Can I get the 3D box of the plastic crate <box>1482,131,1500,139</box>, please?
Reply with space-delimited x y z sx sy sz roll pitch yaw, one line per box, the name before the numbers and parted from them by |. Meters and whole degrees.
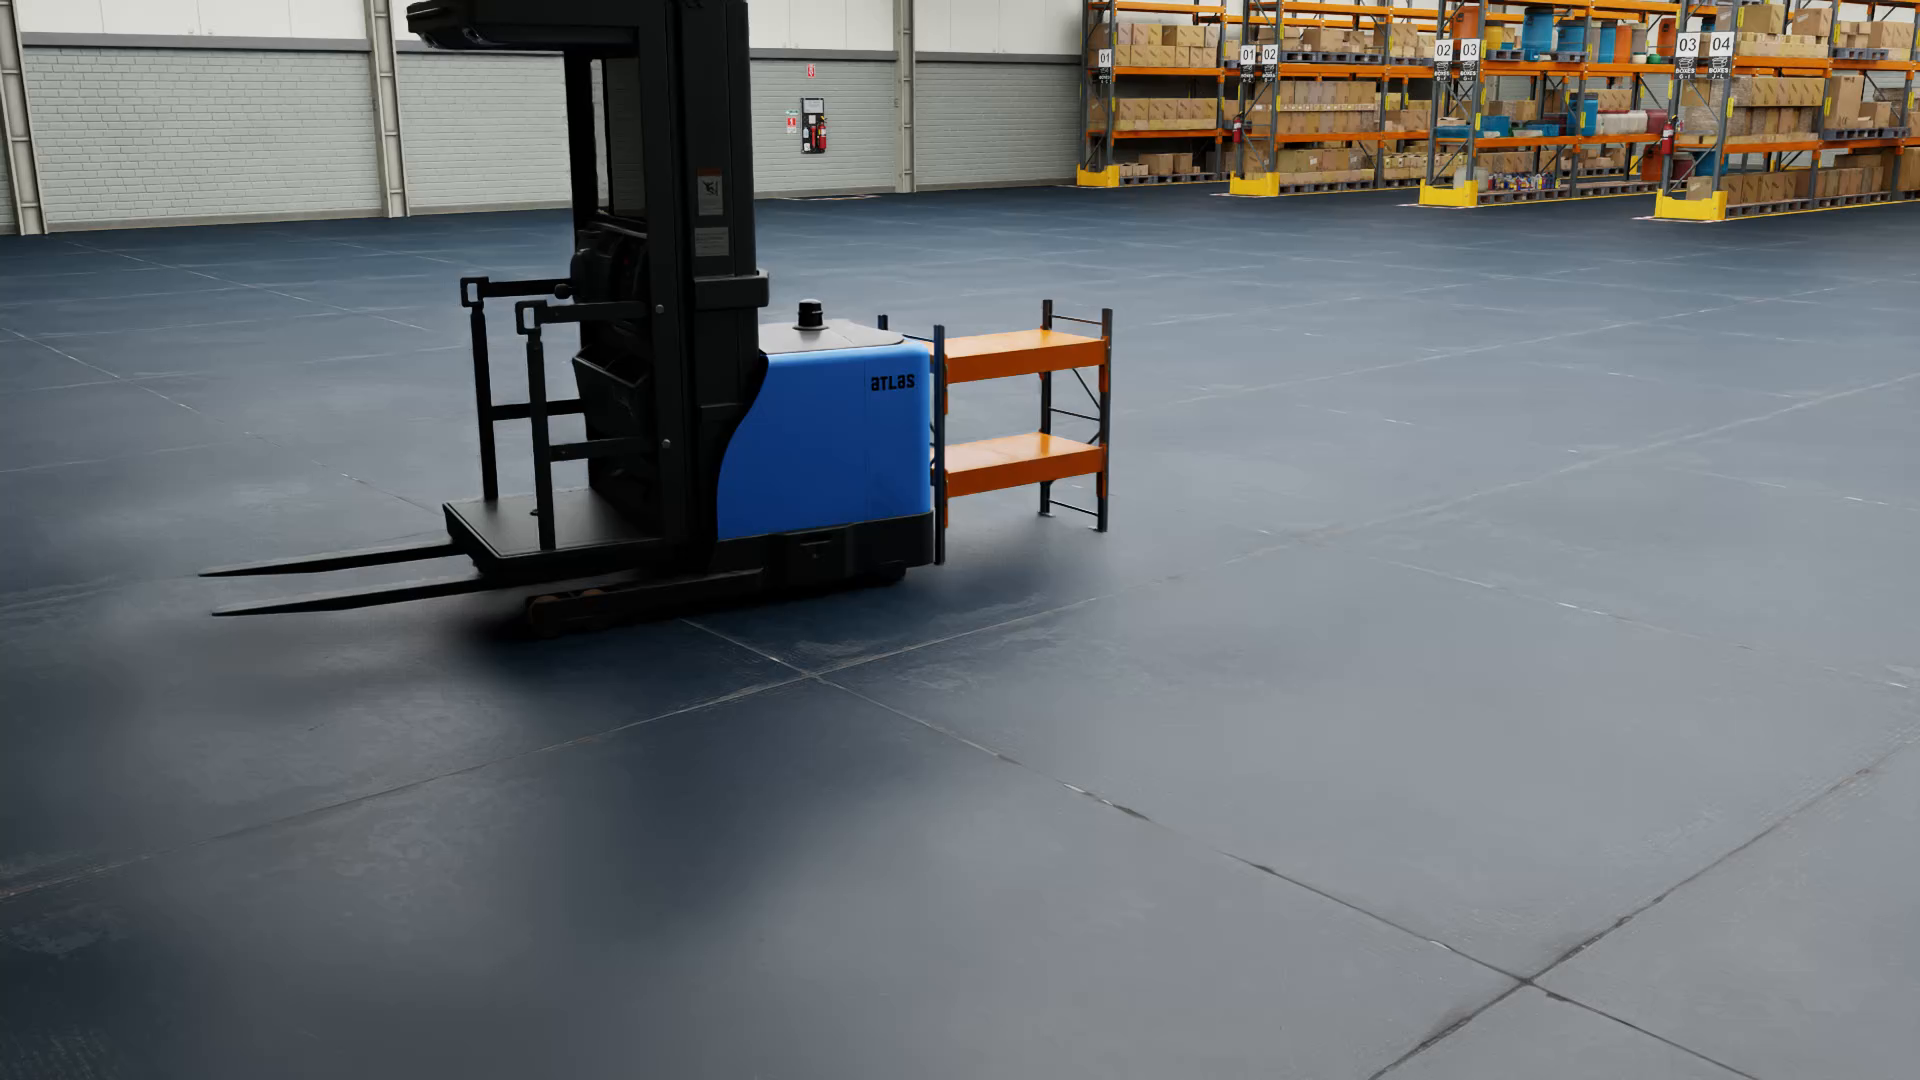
plastic crate | 10.707 -8.157 33.485 0.250 0.136 0.298 -13 19 -39

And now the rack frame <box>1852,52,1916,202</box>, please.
rack frame | 19.107 -8.586 34.581 0.127 3.000 1.000 -13 19 -39

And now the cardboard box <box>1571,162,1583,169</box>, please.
cardboard box | 16.729 -10.214 45.314 0.250 0.166 0.380 -13 19 -39

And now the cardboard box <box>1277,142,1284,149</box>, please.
cardboard box | 8.372 -10.630 44.770 0.500 0.250 0.500 -12 19 -38

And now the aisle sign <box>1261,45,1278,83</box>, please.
aisle sign | 6.723 -10.345 36.130 0.004 0.787 0.394 -13 19 -39

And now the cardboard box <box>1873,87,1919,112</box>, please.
cardboard box | 19.669 -9.240 34.891 0.637 0.503 0.797 -12 19 -38

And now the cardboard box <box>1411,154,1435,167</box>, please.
cardboard box | 11.223 -9.265 40.552 0.500 0.311 0.500 -12 19 -38

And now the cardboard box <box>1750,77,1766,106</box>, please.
cardboard box | 14.047 -8.029 29.790 0.500 0.500 0.500 -13 19 -39

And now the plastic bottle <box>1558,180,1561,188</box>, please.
plastic bottle | 12.769 -7.611 35.501 0.097 0.201 0.097 0 15 0

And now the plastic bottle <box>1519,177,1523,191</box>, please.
plastic bottle | 11.651 -7.394 34.553 0.097 0.271 0.097 0 15 0

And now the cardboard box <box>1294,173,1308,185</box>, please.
cardboard box | 7.497 -8.167 37.528 0.500 0.250 0.500 -13 19 -39

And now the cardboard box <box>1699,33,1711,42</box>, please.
cardboard box | 13.076 -8.908 29.492 0.250 0.149 0.380 -13 19 -39

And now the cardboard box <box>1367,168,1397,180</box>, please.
cardboard box | 10.056 -8.732 39.643 0.500 0.250 0.500 -13 20 -41

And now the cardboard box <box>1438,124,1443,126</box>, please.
cardboard box | 11.681 -10.167 40.986 0.250 0.149 0.380 -11 18 -35

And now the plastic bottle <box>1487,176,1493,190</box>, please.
plastic bottle | 11.126 -7.525 35.036 0.135 0.276 0.152 -12 19 -39

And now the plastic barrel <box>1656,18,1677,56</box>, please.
plastic barrel | 16.285 -11.505 38.052 0.708 0.830 0.600 -13 19 -39

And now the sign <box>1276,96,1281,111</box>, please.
sign | 6.931 -9.507 36.200 0.005 0.325 0.100 -13 19 -39

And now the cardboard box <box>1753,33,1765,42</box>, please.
cardboard box | 14.052 -8.926 29.559 0.250 0.149 0.380 -12 19 -37

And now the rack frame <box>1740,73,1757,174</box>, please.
rack frame | 18.873 -10.228 40.728 0.127 3.000 1.000 -13 19 -39

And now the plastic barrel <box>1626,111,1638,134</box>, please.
plastic barrel | 14.902 -9.317 37.101 0.421 0.512 0.421 0 15 0

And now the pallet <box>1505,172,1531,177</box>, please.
pallet | 14.114 -9.493 43.379 1.213 0.211 1.003 -13 19 -39

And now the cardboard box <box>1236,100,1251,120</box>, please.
cardboard box | 7.167 -11.235 43.452 0.500 0.500 0.700 -10 18 -34

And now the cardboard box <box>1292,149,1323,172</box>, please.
cardboard box | 7.867 -8.617 37.757 0.500 0.500 0.500 -13 19 -39

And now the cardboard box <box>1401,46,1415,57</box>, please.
cardboard box | 10.473 -11.613 39.579 0.500 0.250 0.500 14 20 42

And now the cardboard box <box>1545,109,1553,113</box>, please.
cardboard box | 15.833 -11.376 44.832 0.500 0.500 0.500 -12 19 -38

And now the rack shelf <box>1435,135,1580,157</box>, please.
rack shelf | 11.329 -8.186 34.479 4.000 0.370 1.077 -13 19 -39

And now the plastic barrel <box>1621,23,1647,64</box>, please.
plastic barrel | 15.093 -11.145 37.377 0.600 0.901 0.600 0 15 0

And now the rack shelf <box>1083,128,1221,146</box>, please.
rack shelf | 4.826 -10.115 41.699 4.000 0.370 1.077 -13 19 -39

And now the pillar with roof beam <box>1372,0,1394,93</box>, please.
pillar with roof beam | 15.156 -14.504 45.111 0.400 9.000 9.100 -13 19 -39

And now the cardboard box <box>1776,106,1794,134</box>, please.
cardboard box | 14.998 -7.854 31.071 0.500 0.500 0.875 -13 19 -39

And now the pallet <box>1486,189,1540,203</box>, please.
pallet | 11.383 -7.212 34.841 1.213 0.211 1.003 -13 19 -39

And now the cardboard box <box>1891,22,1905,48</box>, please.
cardboard box | 18.531 -10.107 33.299 0.500 0.500 0.500 -13 20 -39

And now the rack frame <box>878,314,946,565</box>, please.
rack frame | -0.231 -0.478 7.860 0.032 1.125 0.500 -11 18 -35

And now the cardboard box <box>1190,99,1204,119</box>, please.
cardboard box | 5.808 -10.875 41.949 0.500 0.500 0.500 -13 20 -40

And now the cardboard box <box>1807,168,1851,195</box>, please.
cardboard box | 17.360 -7.185 33.328 0.700 0.500 0.500 14 20 42

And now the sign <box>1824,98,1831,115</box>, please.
sign | 16.451 -8.222 31.542 0.005 0.325 0.100 -13 19 -39

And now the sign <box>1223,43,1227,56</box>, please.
sign | 6.696 -12.396 42.030 0.005 0.325 0.100 -13 19 -39

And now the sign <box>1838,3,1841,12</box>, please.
sign | 22.264 -13.544 42.142 0.005 0.325 0.100 -13 19 -39

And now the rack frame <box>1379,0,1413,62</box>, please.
rack frame | 12.369 -15.055 47.174 0.127 3.000 1.000 -13 19 -39

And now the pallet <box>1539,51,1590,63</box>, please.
pallet | 12.358 -10.089 34.763 1.003 0.211 1.213 -13 19 -39

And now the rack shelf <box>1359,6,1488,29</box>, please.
rack shelf | 11.098 -12.534 39.906 4.000 0.370 1.077 -13 19 -39

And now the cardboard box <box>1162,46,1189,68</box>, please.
cardboard box | 5.333 -11.990 41.281 0.500 0.500 0.500 -14 20 -41

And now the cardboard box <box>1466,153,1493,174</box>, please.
cardboard box | 13.138 -9.542 42.150 0.500 0.500 0.500 -12 19 -37

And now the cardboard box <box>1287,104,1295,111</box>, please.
cardboard box | 7.206 -9.591 36.895 0.250 0.149 0.380 -13 20 -41

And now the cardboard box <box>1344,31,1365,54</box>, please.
cardboard box | 9.036 -11.572 38.667 0.500 0.500 0.500 -11 18 -35

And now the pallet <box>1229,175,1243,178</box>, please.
pallet | 7.842 -9.794 44.507 1.213 0.211 1.003 -13 19 -39

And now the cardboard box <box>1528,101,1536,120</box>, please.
cardboard box | 14.643 -11.278 43.654 0.500 0.500 0.700 -9 17 -31

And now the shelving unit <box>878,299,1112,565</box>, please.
shelving unit | 0.176 -0.557 8.154 1.048 1.125 0.538 -11 18 -35

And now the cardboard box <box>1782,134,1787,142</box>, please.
cardboard box | 15.144 -7.491 30.970 0.250 0.149 0.380 -13 19 -39

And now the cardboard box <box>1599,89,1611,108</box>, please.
cardboard box | 17.330 -12.011 45.274 0.500 0.500 0.500 -12 19 -38

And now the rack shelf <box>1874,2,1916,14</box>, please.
rack shelf | 20.615 -11.282 35.220 4.000 0.370 1.077 -13 19 -39

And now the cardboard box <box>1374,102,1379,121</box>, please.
cardboard box | 11.424 -12.059 46.775 0.500 0.500 0.500 -13 19 -39

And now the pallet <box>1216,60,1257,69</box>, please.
pallet | 6.870 -12.244 42.826 1.003 0.211 1.213 -13 19 -39

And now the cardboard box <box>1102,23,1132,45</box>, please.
cardboard box | 3.767 -12.132 39.874 0.500 0.500 0.500 14 21 43

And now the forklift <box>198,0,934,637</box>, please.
forklift | -1.666 -1.177 6.977 3.031 2.935 1.130 -8 17 -27

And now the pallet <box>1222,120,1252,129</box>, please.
pallet | 7.006 -10.810 43.278 1.213 0.211 1.003 -13 19 -39

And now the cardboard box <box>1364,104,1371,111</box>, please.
cardboard box | 9.337 -10.070 38.686 0.250 0.149 0.380 -13 20 -41
